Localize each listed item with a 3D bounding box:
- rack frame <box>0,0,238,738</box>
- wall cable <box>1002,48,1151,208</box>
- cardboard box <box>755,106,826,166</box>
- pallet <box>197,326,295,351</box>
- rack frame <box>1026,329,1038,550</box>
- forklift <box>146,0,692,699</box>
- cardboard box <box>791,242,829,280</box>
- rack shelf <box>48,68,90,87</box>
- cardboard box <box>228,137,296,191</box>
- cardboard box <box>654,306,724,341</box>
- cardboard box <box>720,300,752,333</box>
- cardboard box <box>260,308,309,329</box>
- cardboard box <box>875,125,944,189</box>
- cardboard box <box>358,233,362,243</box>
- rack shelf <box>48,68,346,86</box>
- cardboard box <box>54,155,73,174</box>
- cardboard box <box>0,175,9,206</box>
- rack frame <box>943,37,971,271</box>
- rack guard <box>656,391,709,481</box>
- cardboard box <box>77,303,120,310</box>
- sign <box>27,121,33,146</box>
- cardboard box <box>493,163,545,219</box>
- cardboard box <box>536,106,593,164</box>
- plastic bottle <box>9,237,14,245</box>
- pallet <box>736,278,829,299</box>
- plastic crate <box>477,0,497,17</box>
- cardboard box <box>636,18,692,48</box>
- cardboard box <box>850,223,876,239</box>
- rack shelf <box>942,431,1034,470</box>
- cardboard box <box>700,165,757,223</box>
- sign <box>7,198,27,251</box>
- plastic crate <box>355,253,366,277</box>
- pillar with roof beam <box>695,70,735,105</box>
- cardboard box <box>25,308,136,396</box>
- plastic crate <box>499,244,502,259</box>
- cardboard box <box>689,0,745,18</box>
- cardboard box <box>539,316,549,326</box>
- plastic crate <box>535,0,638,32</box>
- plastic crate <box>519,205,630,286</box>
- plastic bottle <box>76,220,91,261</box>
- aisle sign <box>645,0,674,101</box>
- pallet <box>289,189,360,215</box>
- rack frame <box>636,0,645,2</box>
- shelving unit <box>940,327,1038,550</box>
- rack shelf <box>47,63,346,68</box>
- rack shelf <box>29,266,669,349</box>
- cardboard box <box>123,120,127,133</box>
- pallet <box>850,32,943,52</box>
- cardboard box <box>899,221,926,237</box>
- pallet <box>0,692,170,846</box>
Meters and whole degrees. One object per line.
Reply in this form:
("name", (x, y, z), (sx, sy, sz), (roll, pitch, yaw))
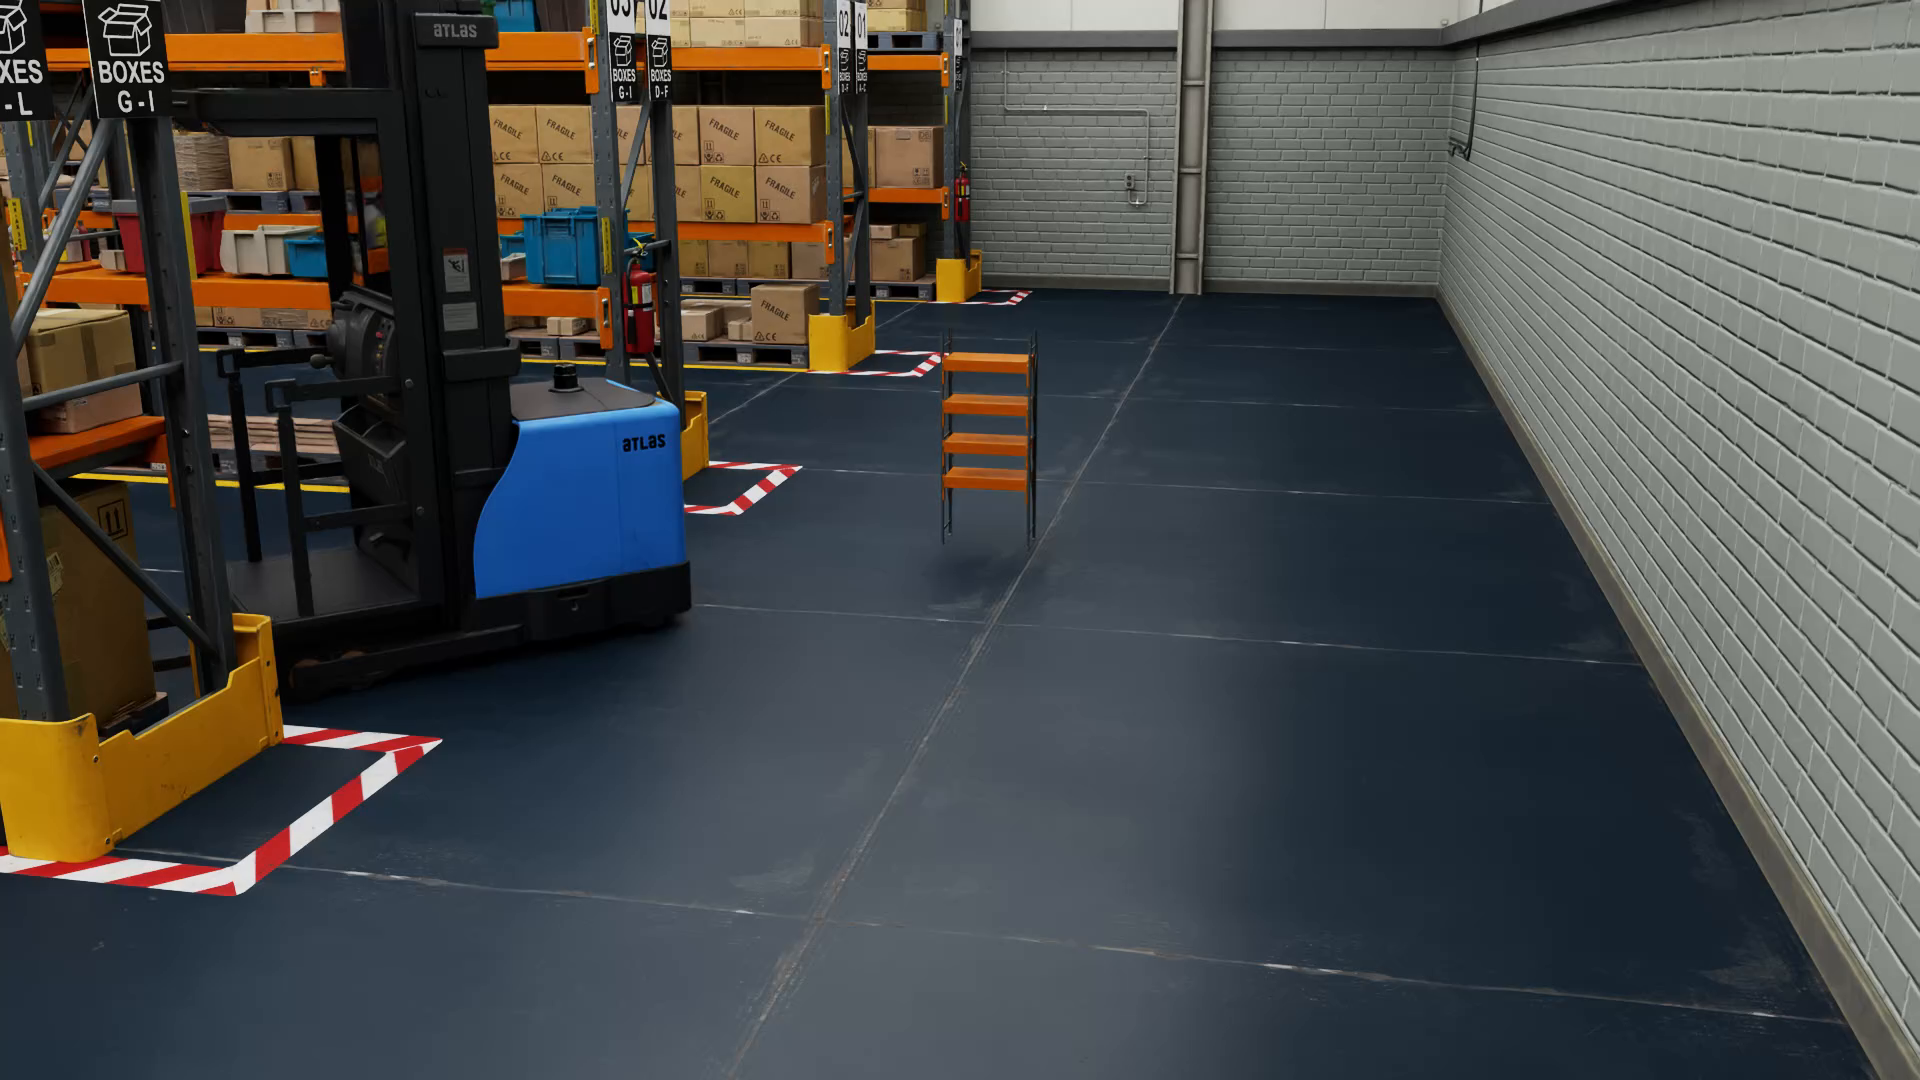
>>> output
("rack frame", (-2.991, -0.522, 5.756), (0.127, 3.000, 1.000), (3, 16, 11))
("wall cable", (1.413, -5.078, 20.301), (1.851, 1.984, 0.084), (3, 16, 11))
("cardboard box", (-1.505, -3.595, 14.790), (0.500, 0.500, 0.500), (3, 16, 11))
("pallet", (-6.937, -2.079, 16.604), (1.213, 0.211, 1.003), (3, 16, 11))
("rack frame", (0.401, -0.556, 9.253), (0.015, 1.200, 0.240), (3, 16, 11))
("forklift", (-2.807, -0.898, 7.242), (3.031, 2.935, 1.130), (-10, 18, -32))
("cardboard box", (-1.719, -3.471, 20.299), (0.500, 0.500, 0.700), (3, 16, 9))
("rack shelf", (-10.813, -4.744, 16.727), (4.000, 0.370, 1.077), (3, 16, 11))
("cardboard box", (-6.677, -3.654, 16.090), (0.500, 0.500, 0.700), (-1, 16, -3))
("cardboard box", (-2.520, -2.023, 15.502), (0.500, 0.250, 0.500), (3, 16, 11))
("cardboard box", (-1.980, -2.129, 15.887), (0.500, 0.250, 0.500), (3, 16, 11))
("cardboard box", (-6.448, -2.340, 16.177), (0.500, 0.500, 0.500), (3, 16, 12))
("cardboard box", (-0.532, -4.578, 19.838), (0.700, 0.700, 0.980), (4, 16, 14))
("cardboard box", (-7.175, -3.927, 21.292), (0.750, 0.750, 0.750), (3, 16, 10))
("rack shelf", (-9.830, -6.040, 21.406), (4.000, 0.370, 1.077), (3, 16, 11))
("cardboard box", (-12.207, -5.066, 22.404), (0.500, 0.250, 0.500), (3, 16, 12))
("cardboard box", (-9.691, -3.594, 17.014), (0.500, 0.311, 0.500), (3, 16, 10))
("rack frame", (-0.030, -4.409, 19.789), (0.127, 3.000, 1.000), (3, 16, 11))
("rack guard", (-1.978, -0.615, 10.775), (0.348, 0.500, 1.175), (3, 16, 11))
("cardboard box", (-8.464, -2.447, 16.565), (0.500, 0.500, 0.500), (4, 16, 13))
("sign", (-8.960, -3.951, 15.968), (0.005, 0.325, 0.100), (3, 16, 11))
("cardboard box", (-3.986, -3.249, 15.415), (0.500, 0.500, 0.500), (3, 16, 12))
("cardboard box", (-3.518, -3.702, 15.178), (0.500, 0.500, 0.500), (3, 16, 9))
("plastic bottle", (-6.667, -2.044, 11.626), (0.097, 0.201, 0.097), (0, 15, 0))
("pallet", (-2.021, -3.153, 20.478), (1.213, 0.211, 1.003), (3, 16, 11))
("plastic crate", (-3.028, -3.138, 9.981), (0.336, 0.188, 0.450), (3, 16, 11))
("cardboard box", (-2.550, -4.497, 14.770), (0.500, 0.250, 0.500), (3, 16, 11))
("cardboard box", (-1.149, -3.703, 19.921), (0.250, 0.149, 0.380), (4, 16, 13))
("rack shelf", (0.162, -0.505, 9.318), (0.480, 0.148, 0.258), (3, 16, 11))
("cardboard box", (-2.016, -3.140, 15.023), (0.500, 0.500, 0.500), (3, 16, 12))
("sign", (-6.036, -2.020, 10.646), (0.005, 0.325, 0.100), (3, 16, 11))
("plastic crate", (-3.692, -1.754, 10.585), (0.250, 0.136, 0.298), (3, 16, 11))
("pillar with roof beam", (-3.949, -6.576, 16.374), (0.400, 9.000, 9.100), (3, 16, 11))
("cardboard box", (-3.408, -0.689, 6.083), (0.500, 0.250, 0.500), (3, 16, 10))
("plastic crate", (-3.143, -1.893, 11.089), (0.298, 0.136, 0.250), (3, 16, 11))
("cardboard box", (-2.058, -4.714, 14.617), (0.500, 0.250, 0.500), (3, 16, 11))
("cardboard box", (-3.939, -2.203, 16.344), (0.250, 0.149, 0.380), (3, 16, 11))
("plastic crate", (-2.326, -3.293, 10.388), (0.590, 0.269, 0.497), (3, 16, 11))
("plastic crate", (-2.370, -1.832, 10.309), (0.499, 0.435, 0.616), (3, 16, 11))
("plastic bottle", (-6.198, -2.105, 11.691), (0.133, 0.283, 0.061), (3, 16, 11))
("aisle sign", (-1.875, -3.144, 10.353), (0.004, 0.787, 0.394), (3, 16, 11))
("pallet", (-5.695, -3.304, 16.161), (1.213, 0.211, 1.003), (3, 16, 11))
("rack frame", (-2.004, -4.708, 9.633), (0.127, 3.000, 1.000), (3, 16, 11))
("shelving unit", (0.162, -0.569, 9.300), (0.503, 1.200, 0.258), (3, 16, 11))
("rack shelf", (-6.893, -4.531, 15.958), (4.000, 0.370, 1.077), (3, 16, 11))
("rack shelf", (-3.964, -1.577, 10.914), (4.000, 0.370, 1.077), (3, 16, 11))
("cardboard box", (-10.751, -5.240, 21.778), (0.500, 0.500, 0.700), (5, 16, 17))
("pallet", (-0.759, -5.848, 19.533), (1.213, 0.211, 1.003), (3, 16, 11))
("cardboard box", (-0.574, -3.776, 20.185), (0.250, 0.149, 0.380), (3, 16, 11))
("pallet", (-3.790, 0.800, 6.208), (1.213, 0.211, 1.003), (3, 16, 11))
